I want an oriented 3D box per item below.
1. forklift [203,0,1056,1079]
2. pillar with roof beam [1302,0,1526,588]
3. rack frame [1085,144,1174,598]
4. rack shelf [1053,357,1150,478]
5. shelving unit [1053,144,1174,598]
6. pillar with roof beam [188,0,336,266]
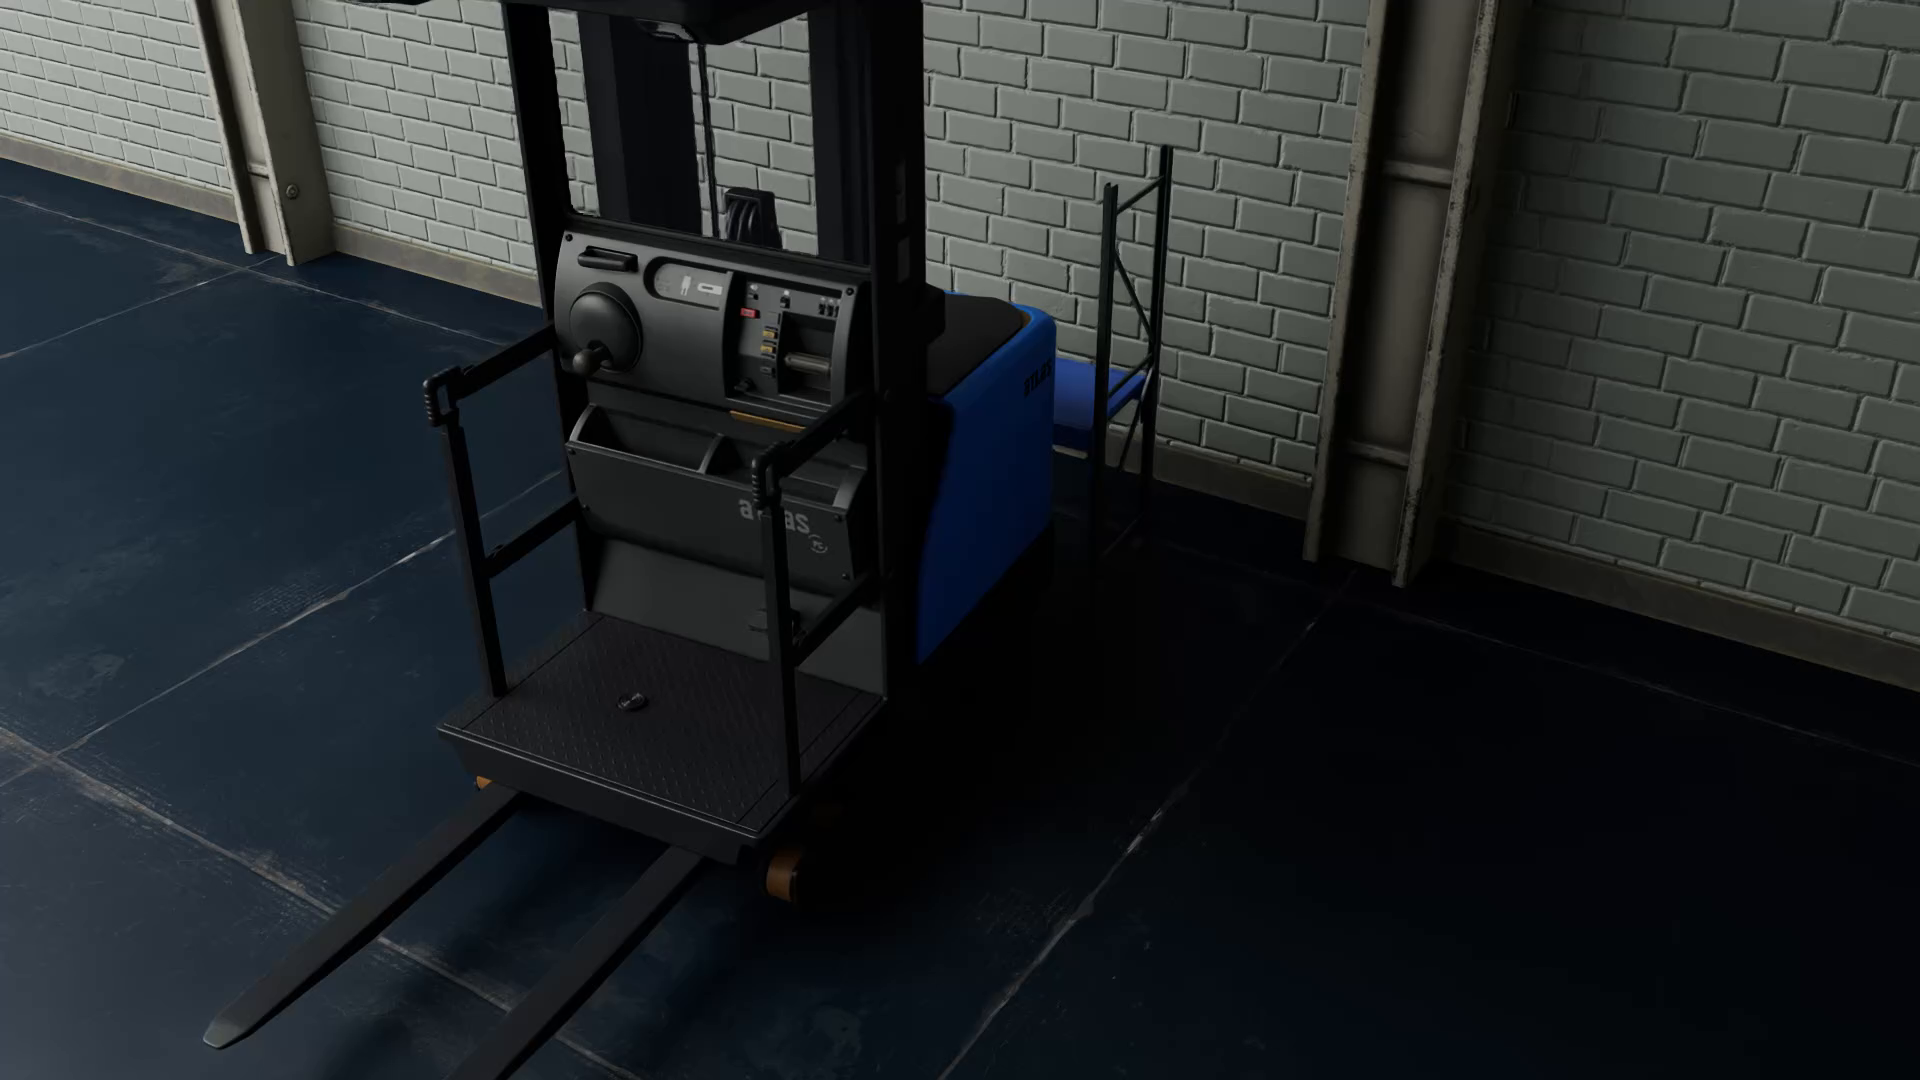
[{"bbox_3d":[-0.777,-0.529,4.249,1.130,2.935,3.031,14,33,23],"label":"forklift"},{"bbox_3d":[-0.779,-1.994,0.737,0.400,9.000,9.100,18,35,27],"label":"pillar with roof beam"},{"bbox_3d":[0.578,-0.556,5.715,0.032,1.500,0.500,15,34,24],"label":"rack frame"},{"bbox_3d":[0.131,-0.523,6.015,1.000,0.185,0.538,15,34,24],"label":"rack shelf"},{"bbox_3d":[0.131,-0.678,5.924,1.048,1.500,0.538,15,34,24],"label":"shelving unit"},{"bbox_3d":[-5.861,-3.601,3.492,0.400,9.000,9.100,18,35,27],"label":"pillar with roof beam"}]
